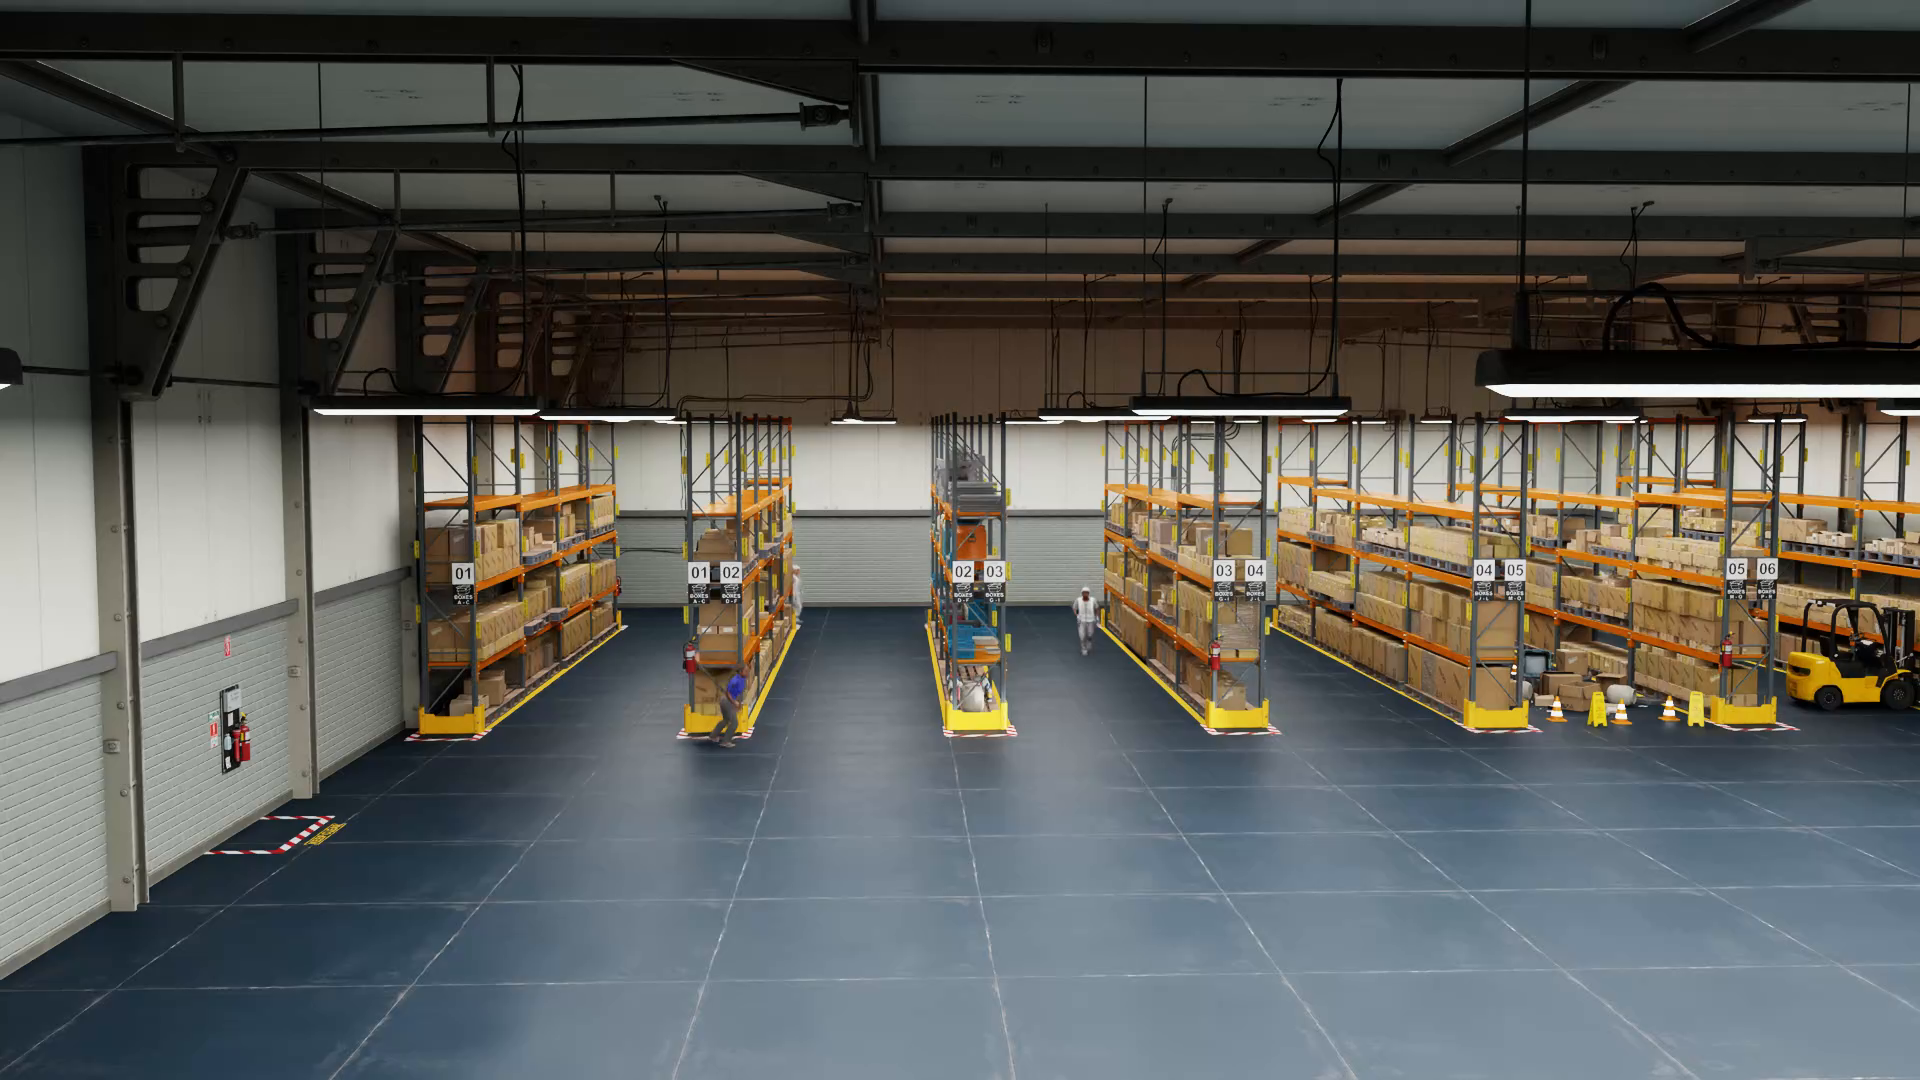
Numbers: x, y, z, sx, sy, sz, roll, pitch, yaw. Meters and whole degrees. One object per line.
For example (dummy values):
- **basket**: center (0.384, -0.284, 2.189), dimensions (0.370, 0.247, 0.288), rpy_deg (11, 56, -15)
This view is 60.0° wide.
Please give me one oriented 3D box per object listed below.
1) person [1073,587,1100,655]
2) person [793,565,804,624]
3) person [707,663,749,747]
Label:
- **person**: center (3.156, 2.030, 41.619), dimensions (0.672, 1.725, 0.633), rpy_deg (0, 4, 1)
- **person**: center (-4.890, 1.579, 48.277), dimensions (0.628, 1.720, 0.667), rpy_deg (1, 4, 11)
- **person**: center (-4.155, 2.947, 29.800), dimensions (0.816, 1.526, 0.626), rpy_deg (0, 4, 3)
